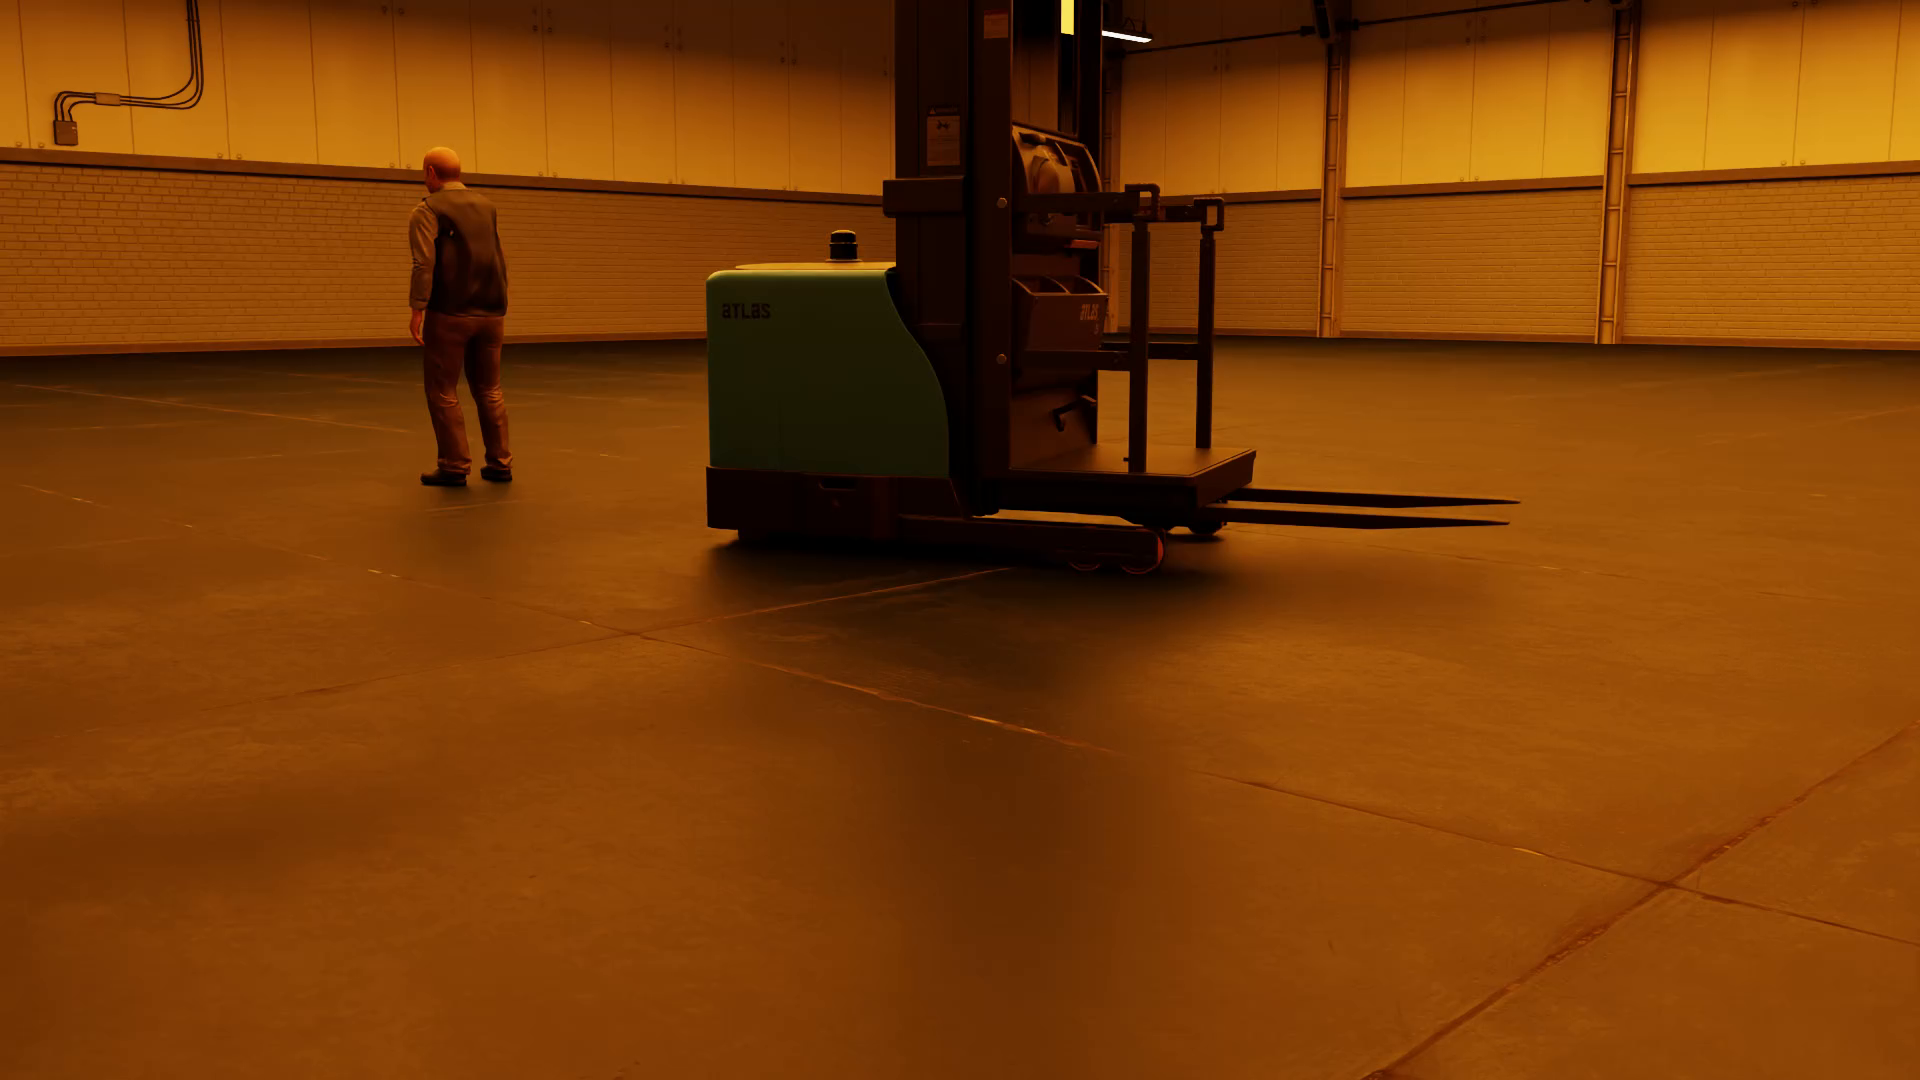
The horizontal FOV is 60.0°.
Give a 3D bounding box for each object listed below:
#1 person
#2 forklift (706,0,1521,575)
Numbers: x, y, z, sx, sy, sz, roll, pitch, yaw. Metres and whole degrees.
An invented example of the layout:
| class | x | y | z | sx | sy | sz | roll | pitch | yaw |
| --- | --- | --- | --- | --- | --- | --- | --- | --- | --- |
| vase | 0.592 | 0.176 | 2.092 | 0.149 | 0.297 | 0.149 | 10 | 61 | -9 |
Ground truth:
| class | x | y | z | sx | sy | sz | roll | pitch | yaw |
| --- | --- | --- | --- | --- | --- | --- | --- | --- | --- |
| person | -2.567 | -1.149 | 8.572 | 0.425 | 1.720 | 0.593 | 6 | 11 | 36 |
| forklift | 0.565 | -1.416 | 6.275 | 3.031 | 2.935 | 1.130 | 3 | 9 | 22 |
